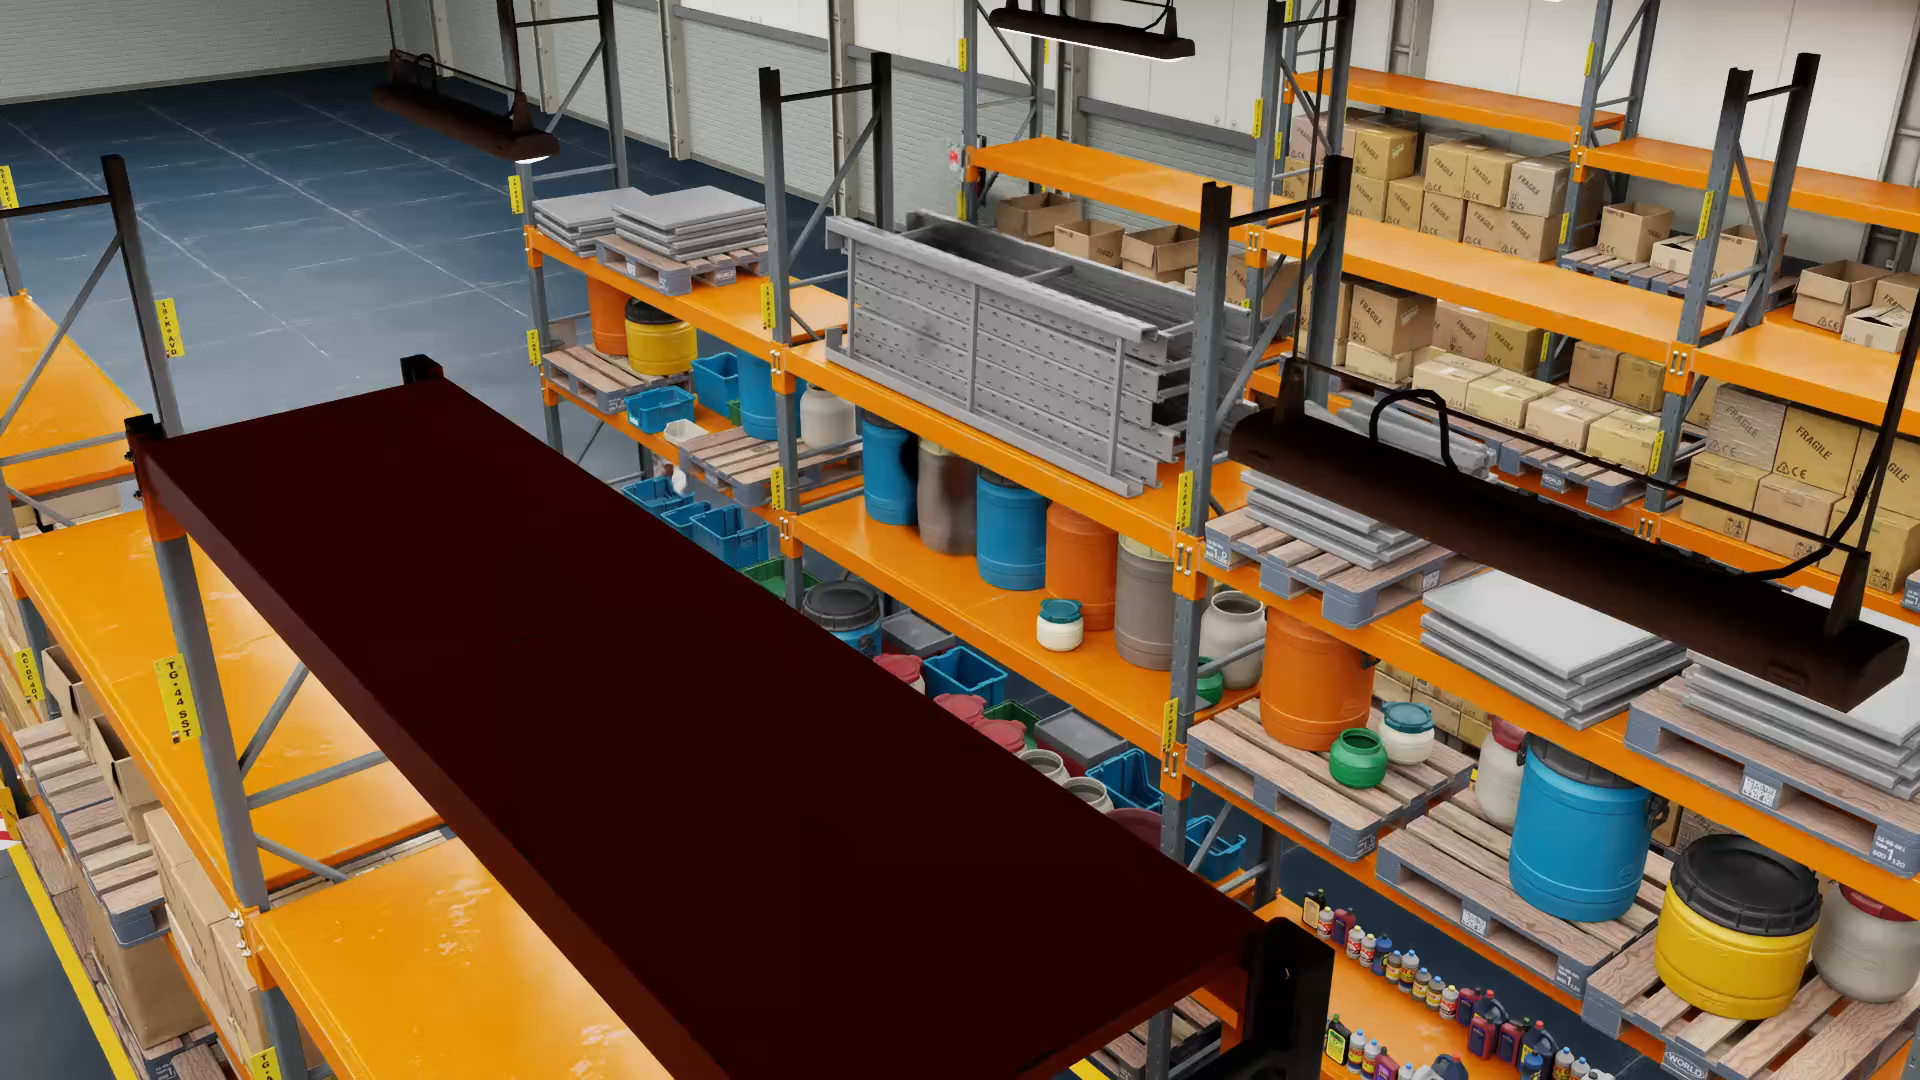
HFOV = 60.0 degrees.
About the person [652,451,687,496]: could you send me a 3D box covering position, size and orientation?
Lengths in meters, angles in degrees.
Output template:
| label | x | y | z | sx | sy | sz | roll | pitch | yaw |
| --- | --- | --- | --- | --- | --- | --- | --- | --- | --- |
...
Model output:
| label | x | y | z | sx | sy | sz | roll | pitch | yaw |
| --- | --- | --- | --- | --- | --- | --- | --- | --- | --- |
| person | -3.024 | -0.509 | 17.254 | 0.778 | 1.845 | 0.677 | 10 | 28 | 20 |
